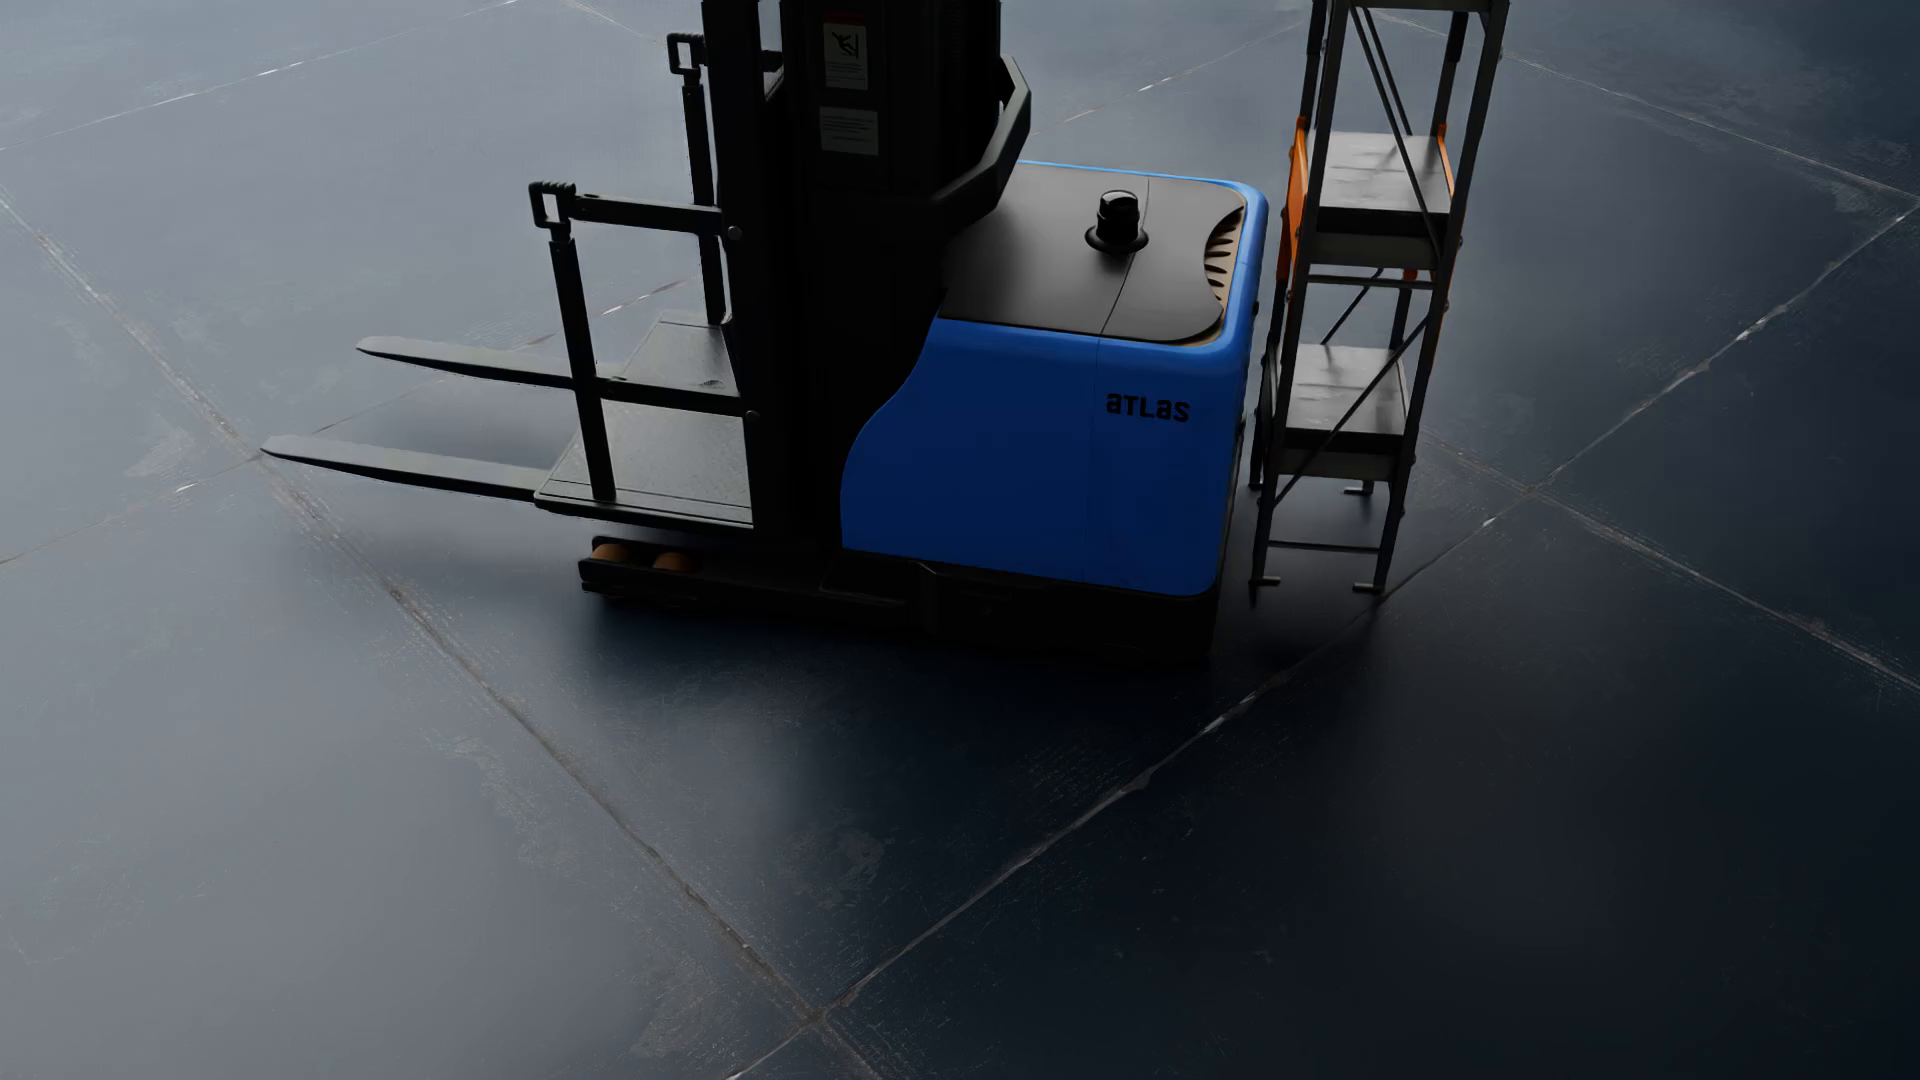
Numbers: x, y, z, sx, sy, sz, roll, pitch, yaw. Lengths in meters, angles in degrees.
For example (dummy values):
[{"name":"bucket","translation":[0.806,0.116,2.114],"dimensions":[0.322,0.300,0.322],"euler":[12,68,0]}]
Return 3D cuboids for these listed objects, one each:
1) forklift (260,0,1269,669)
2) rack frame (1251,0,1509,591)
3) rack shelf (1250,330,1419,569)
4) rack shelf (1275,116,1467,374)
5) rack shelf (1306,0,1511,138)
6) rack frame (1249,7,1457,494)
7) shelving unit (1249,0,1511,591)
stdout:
[{"name":"forklift","translation":[-0.664,-1.251,4.466],"dimensions":[3.031,2.935,1.130],"euler":[8,40,10]},{"name":"rack frame","translation":[1.092,-0.681,4.422],"dimensions":[0.400,2.100,0.015],"euler":[4,39,5]},{"name":"rack shelf","translation":[1.121,-0.279,5.059],"dimensions":[0.431,0.518,0.480],"euler":[4,39,5]},{"name":"rack shelf","translation":[1.121,-0.823,4.619],"dimensions":[0.431,0.518,0.480],"euler":[4,39,5]},{"name":"rack shelf","translation":[1.122,-1.367,4.178],"dimensions":[0.431,0.518,0.480],"euler":[4,39,5]},{"name":"rack frame","translation":[1.150,-0.986,4.799],"dimensions":[0.400,2.100,0.015],"euler":[4,39,5]},{"name":"shelving unit","translation":[1.121,-0.834,4.610],"dimensions":[0.431,2.100,0.503],"euler":[4,39,5]}]
